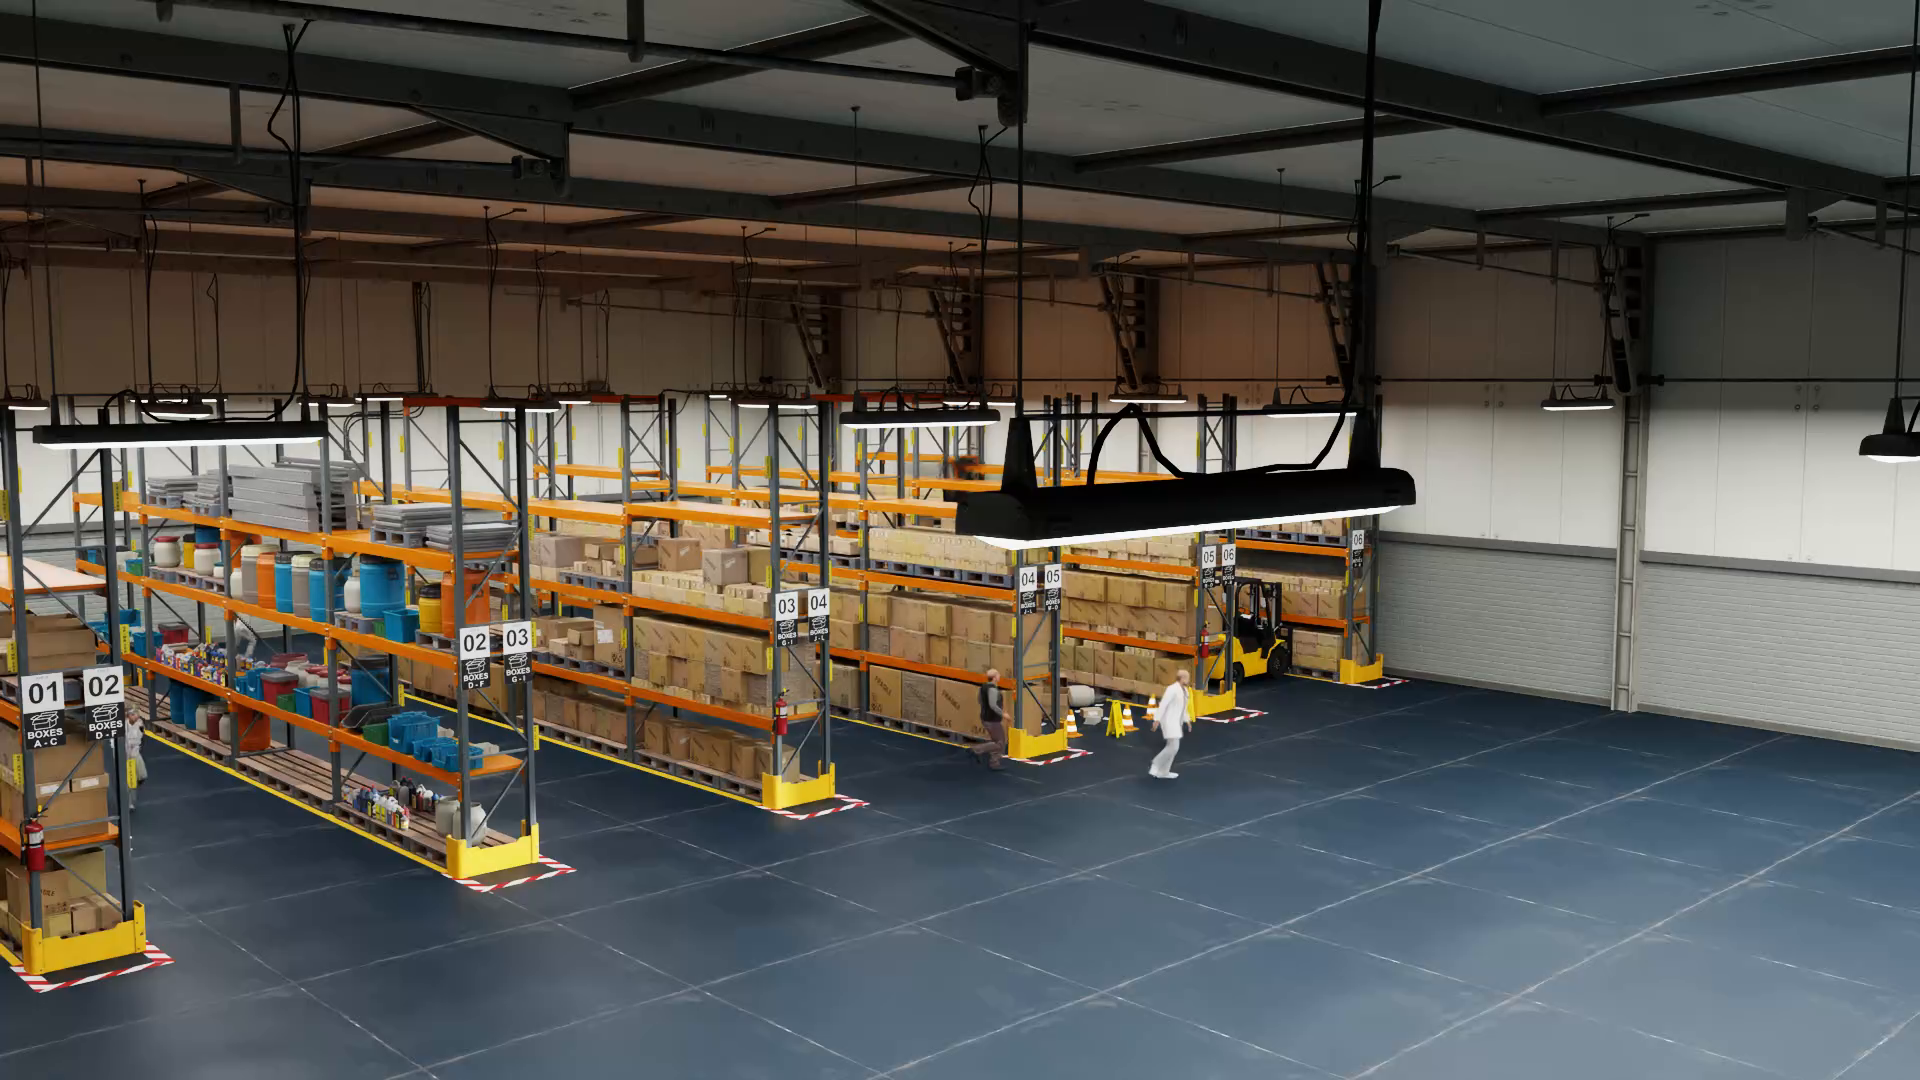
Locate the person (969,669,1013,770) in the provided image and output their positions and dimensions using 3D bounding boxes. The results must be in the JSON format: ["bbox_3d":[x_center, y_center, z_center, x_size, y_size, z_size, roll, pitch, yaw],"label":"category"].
[{"bbox_3d":[0.456,2.913,26.844,0.688,1.676,0.672,-1,6,-14],"label":"person"}]

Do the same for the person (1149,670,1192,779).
[{"bbox_3d":[3.337,3.013,26.390,0.568,1.566,0.743,3,6,30],"label":"person"}]

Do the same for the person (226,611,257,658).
[{"bbox_3d":[-15.644,1.952,36.165,0.652,1.842,0.863,5,7,41],"label":"person"}]

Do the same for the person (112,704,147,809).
[{"bbox_3d":[-12.112,3.171,24.297,0.751,1.610,0.572,5,7,40],"label":"person"}]
